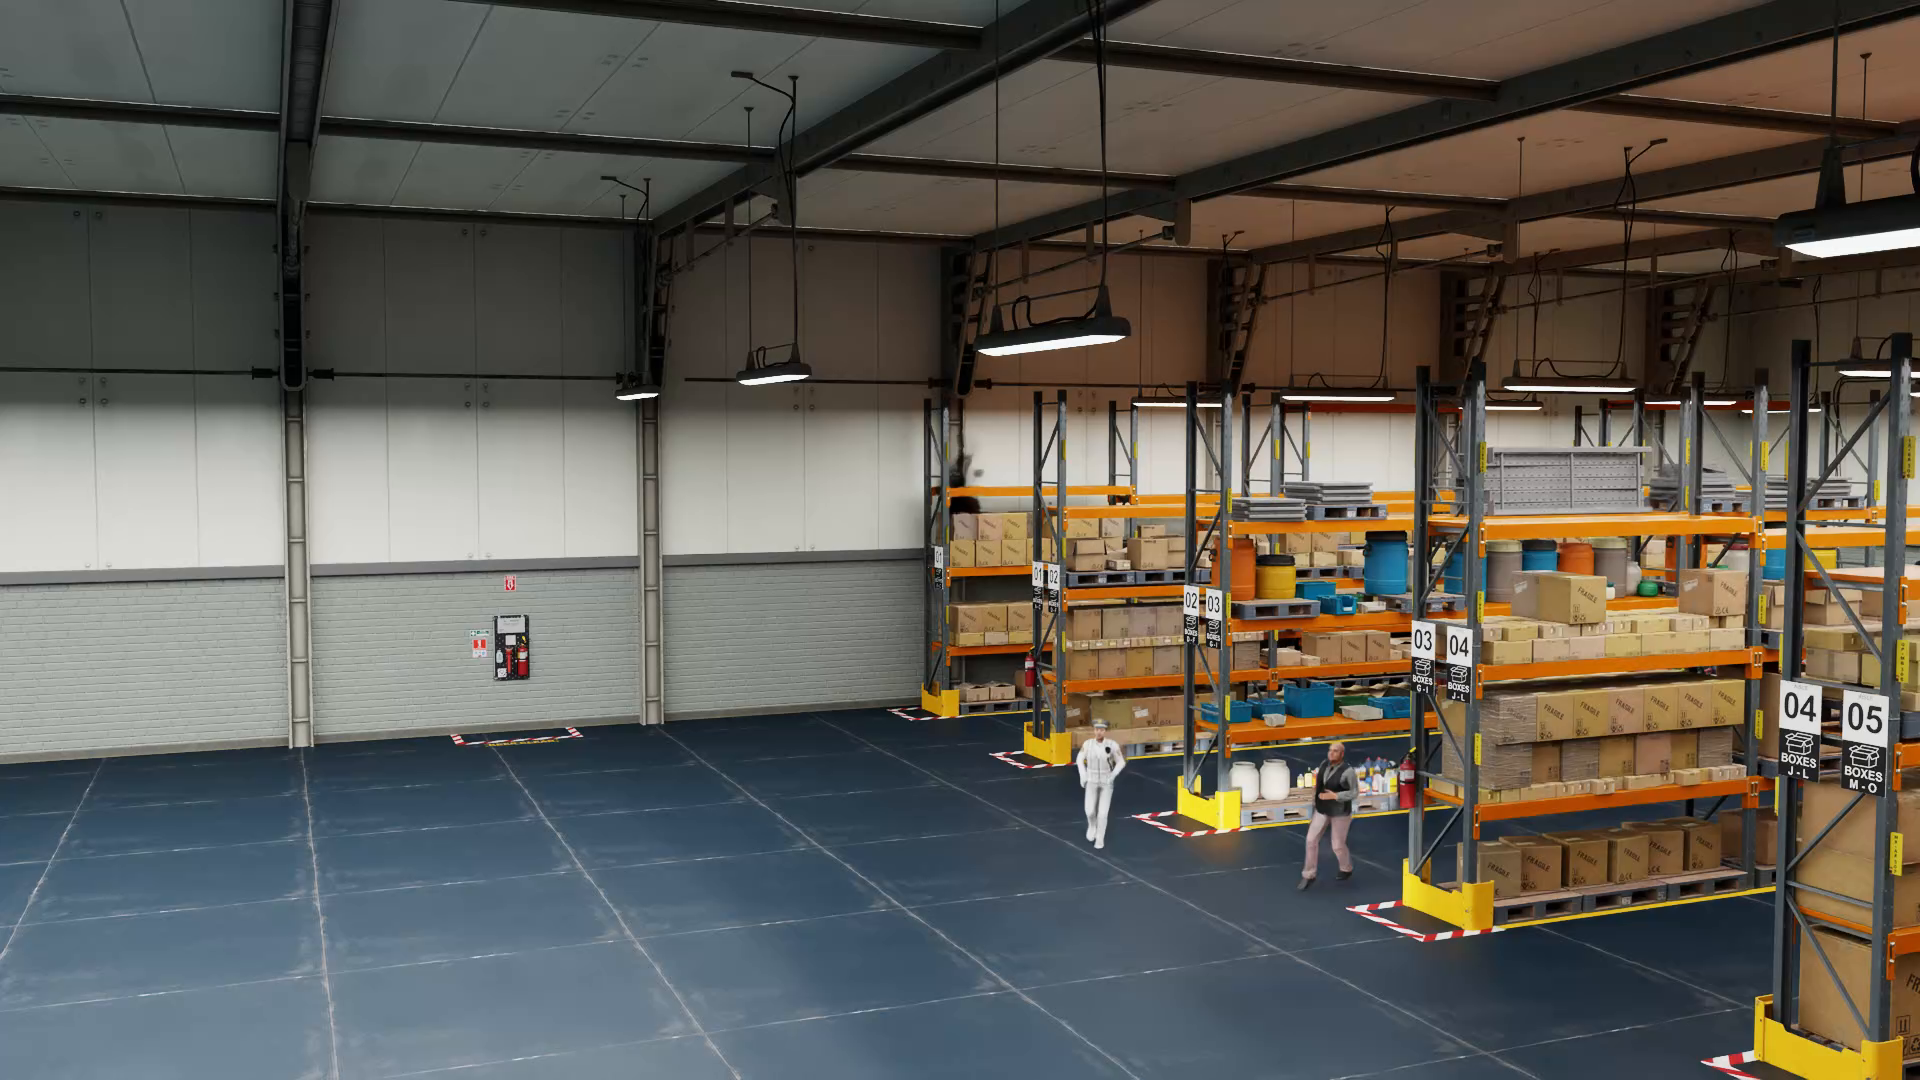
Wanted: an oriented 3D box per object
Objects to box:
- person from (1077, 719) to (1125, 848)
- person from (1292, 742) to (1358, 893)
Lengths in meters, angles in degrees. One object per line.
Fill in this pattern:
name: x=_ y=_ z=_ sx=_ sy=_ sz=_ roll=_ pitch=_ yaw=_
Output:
person: x=1.779 y=3.091 z=21.120 sx=0.629 sy=1.665 sz=0.532 roll=1 pitch=3 yaw=9
person: x=4.306 y=3.189 z=19.153 sx=0.669 sy=1.752 sz=0.854 roll=3 pitch=5 yaw=45
